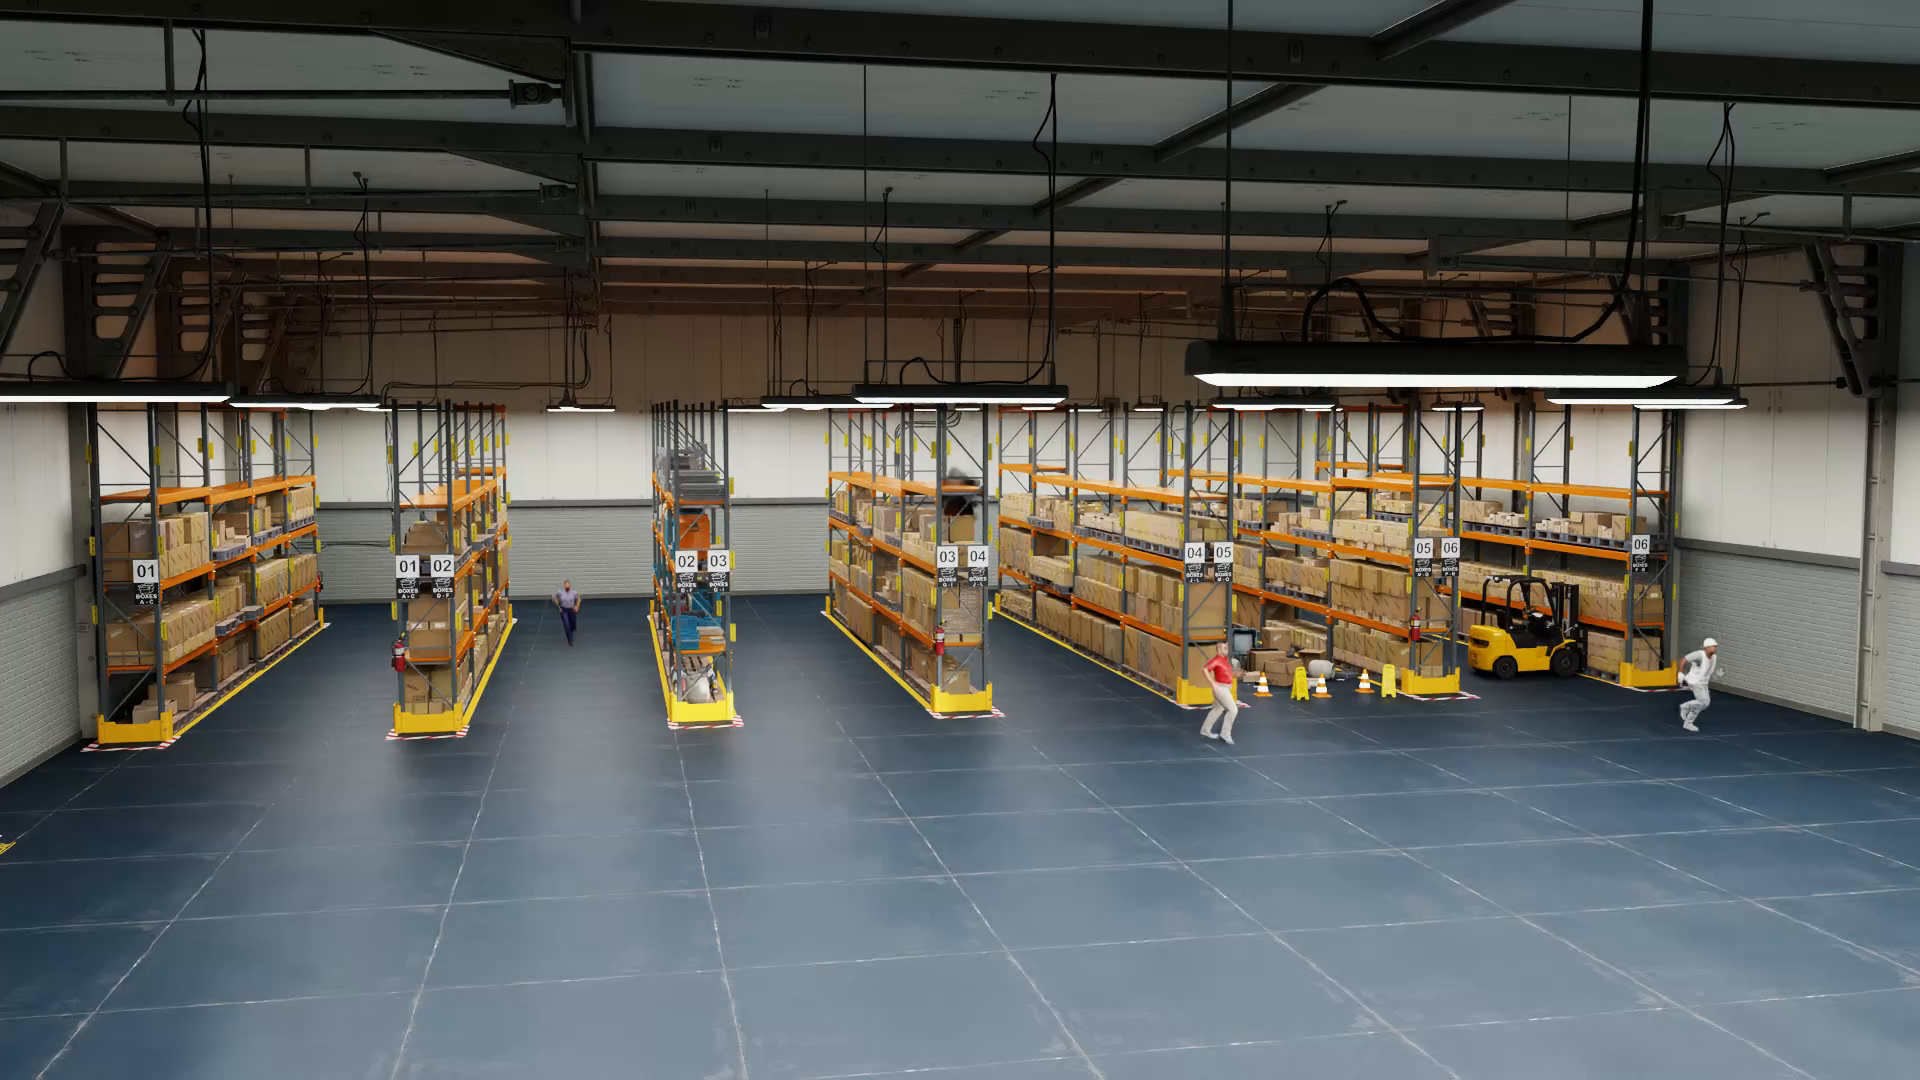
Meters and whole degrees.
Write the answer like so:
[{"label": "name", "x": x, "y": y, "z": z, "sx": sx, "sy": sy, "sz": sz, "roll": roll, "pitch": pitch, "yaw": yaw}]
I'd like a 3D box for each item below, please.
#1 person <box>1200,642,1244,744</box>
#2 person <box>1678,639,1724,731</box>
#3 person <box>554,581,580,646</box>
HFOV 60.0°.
[{"label": "person", "x": 4.571, "y": 2.684, "z": 29.065, "sx": 0.771, "sy": 1.800, "sz": 0.632, "roll": 1, "pitch": 4, "yaw": 16}, {"label": "person", "x": 13.419, "y": 2.614, "z": 30.073, "sx": 0.670, "sy": 1.699, "sz": 0.732, "roll": -3, "pitch": 5, "yaw": -37}, {"label": "person", "x": -9.789, "y": 1.809, "z": 41.493, "sx": 0.627, "sy": 1.620, "sz": 0.637, "roll": -1, "pitch": 5, "yaw": -18}]
